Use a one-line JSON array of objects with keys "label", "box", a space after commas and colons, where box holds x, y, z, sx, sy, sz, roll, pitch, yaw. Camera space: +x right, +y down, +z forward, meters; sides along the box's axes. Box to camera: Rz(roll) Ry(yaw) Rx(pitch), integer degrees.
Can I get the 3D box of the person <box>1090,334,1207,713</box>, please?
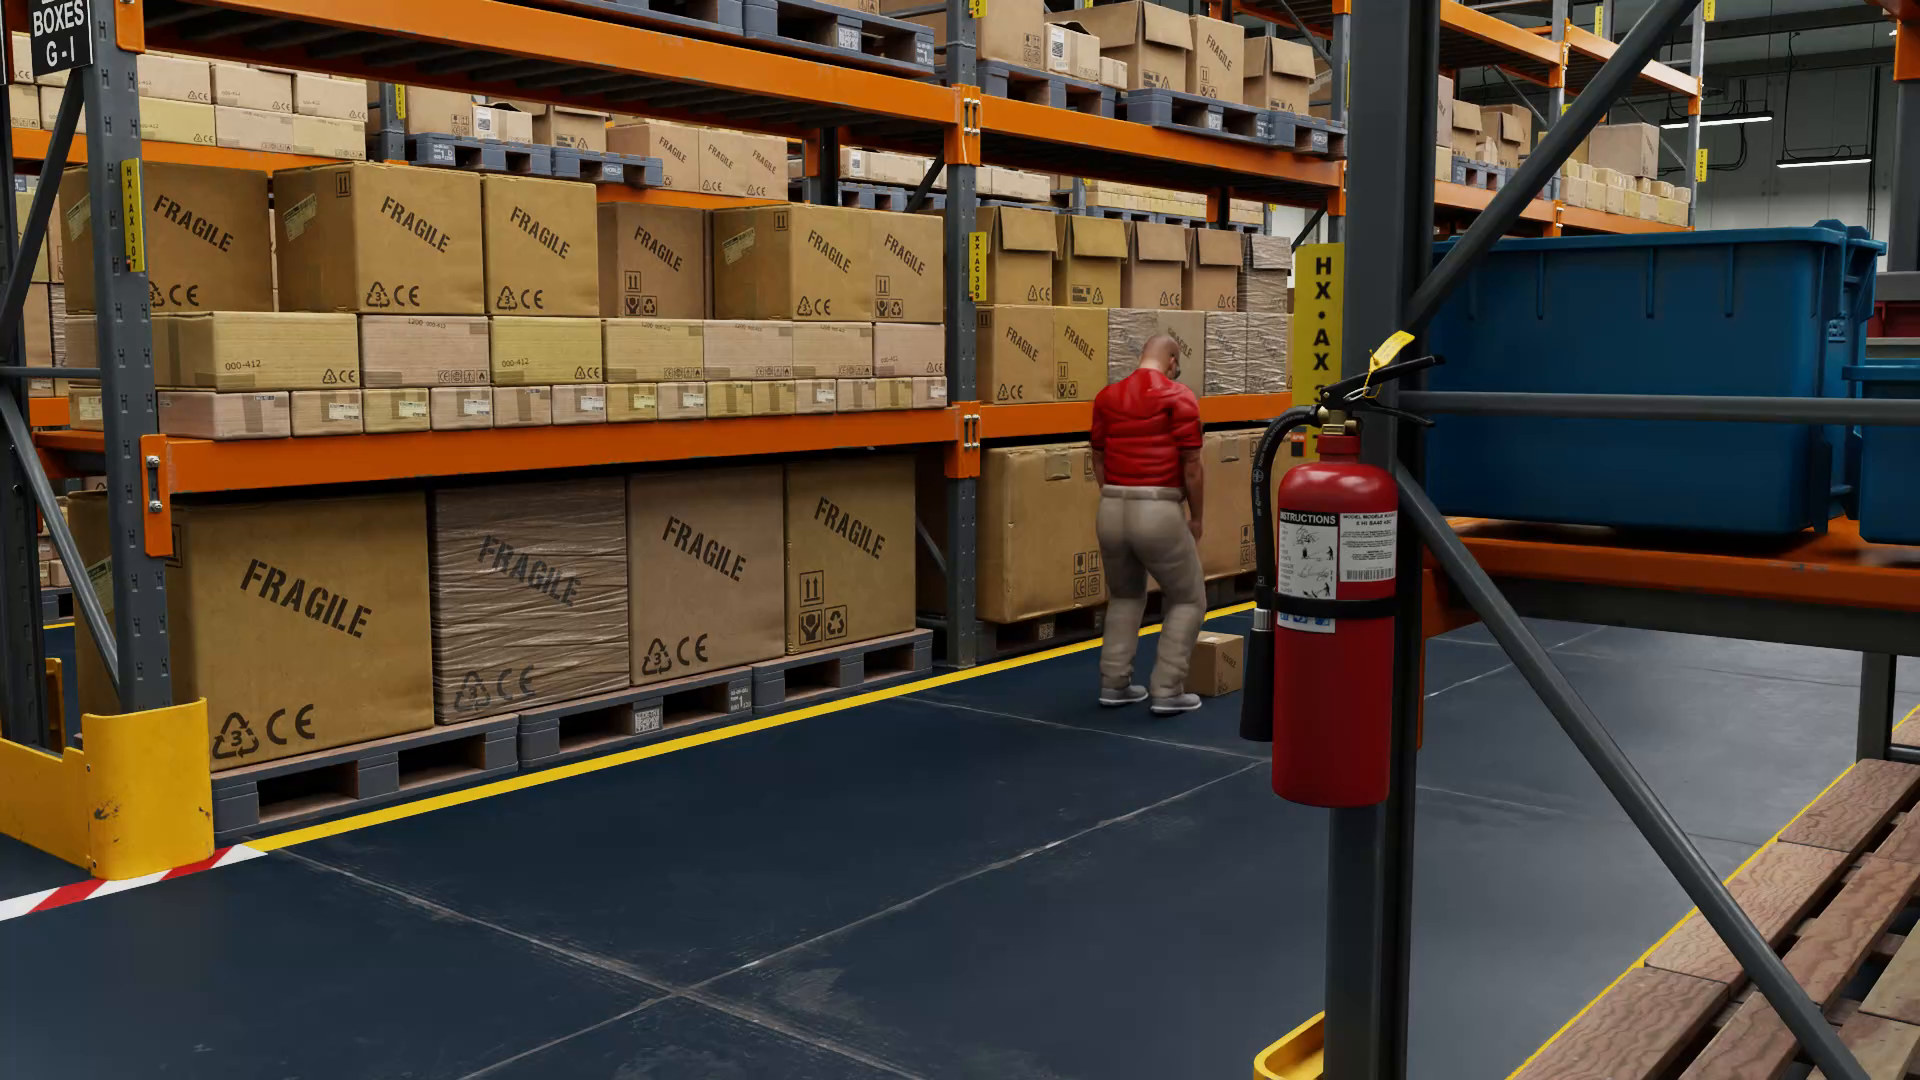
[{"label": "person", "box": [0.809, -0.072, 7.320, 0.564, 1.650, 0.458, 6, 9, 40]}]
